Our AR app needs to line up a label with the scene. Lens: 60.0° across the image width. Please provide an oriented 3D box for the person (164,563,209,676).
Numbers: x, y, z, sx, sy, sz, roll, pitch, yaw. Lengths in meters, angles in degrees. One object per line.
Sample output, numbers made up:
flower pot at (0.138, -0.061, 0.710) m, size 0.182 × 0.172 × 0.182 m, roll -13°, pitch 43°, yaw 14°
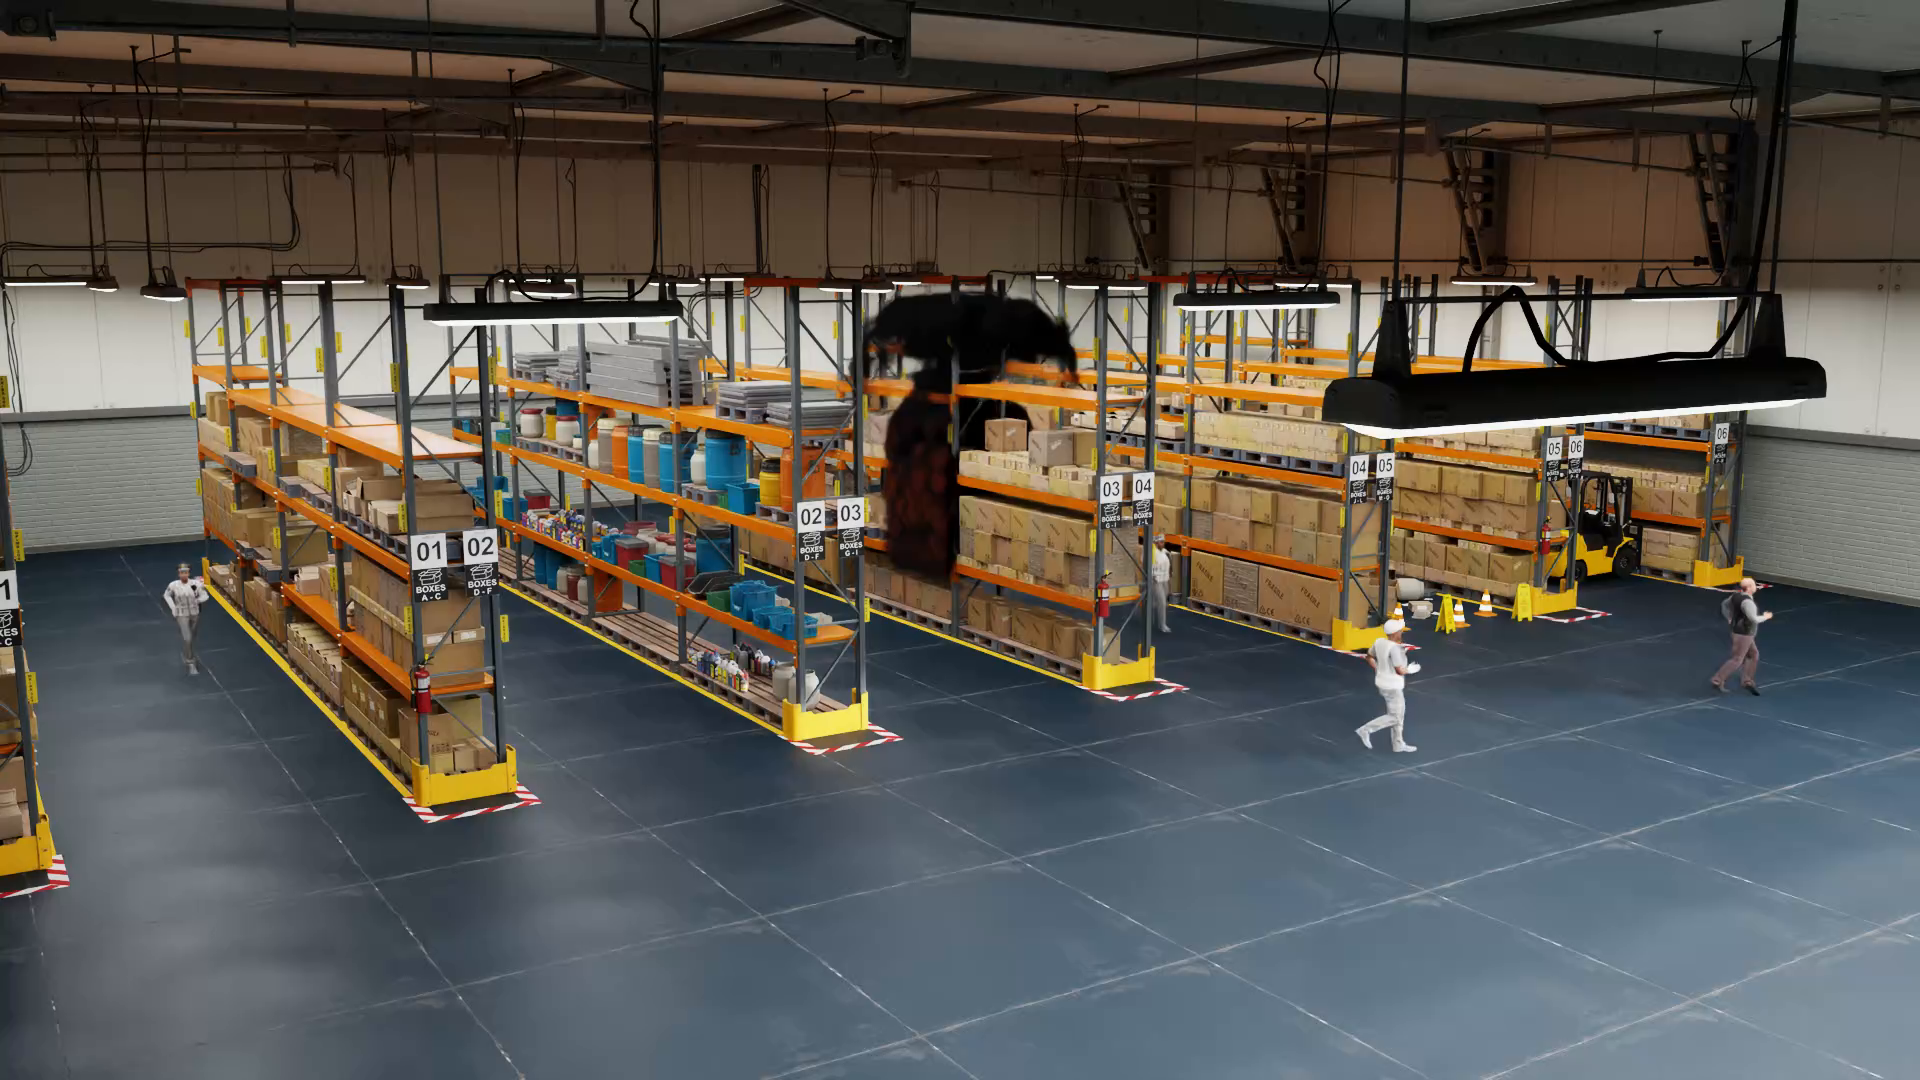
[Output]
person at (-11.968, 1.195, 25.823) m, size 0.592 × 1.730 × 0.827 m, roll -7°, pitch 12°, yaw -37°

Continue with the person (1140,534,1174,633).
person at (3.399, 0.712, 28.750) m, size 0.585 × 1.695 × 0.727 m, roll -8°, pitch 12°, yaw -38°

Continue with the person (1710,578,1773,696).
person at (11.417, 1.434, 24.298) m, size 0.786 × 1.789 × 0.671 m, roll 2°, pitch 10°, yaw 12°

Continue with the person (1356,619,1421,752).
person at (5.512, 1.888, 21.438) m, size 0.847 × 1.759 × 0.699 m, roll -1°, pitch 10°, yaw -7°
